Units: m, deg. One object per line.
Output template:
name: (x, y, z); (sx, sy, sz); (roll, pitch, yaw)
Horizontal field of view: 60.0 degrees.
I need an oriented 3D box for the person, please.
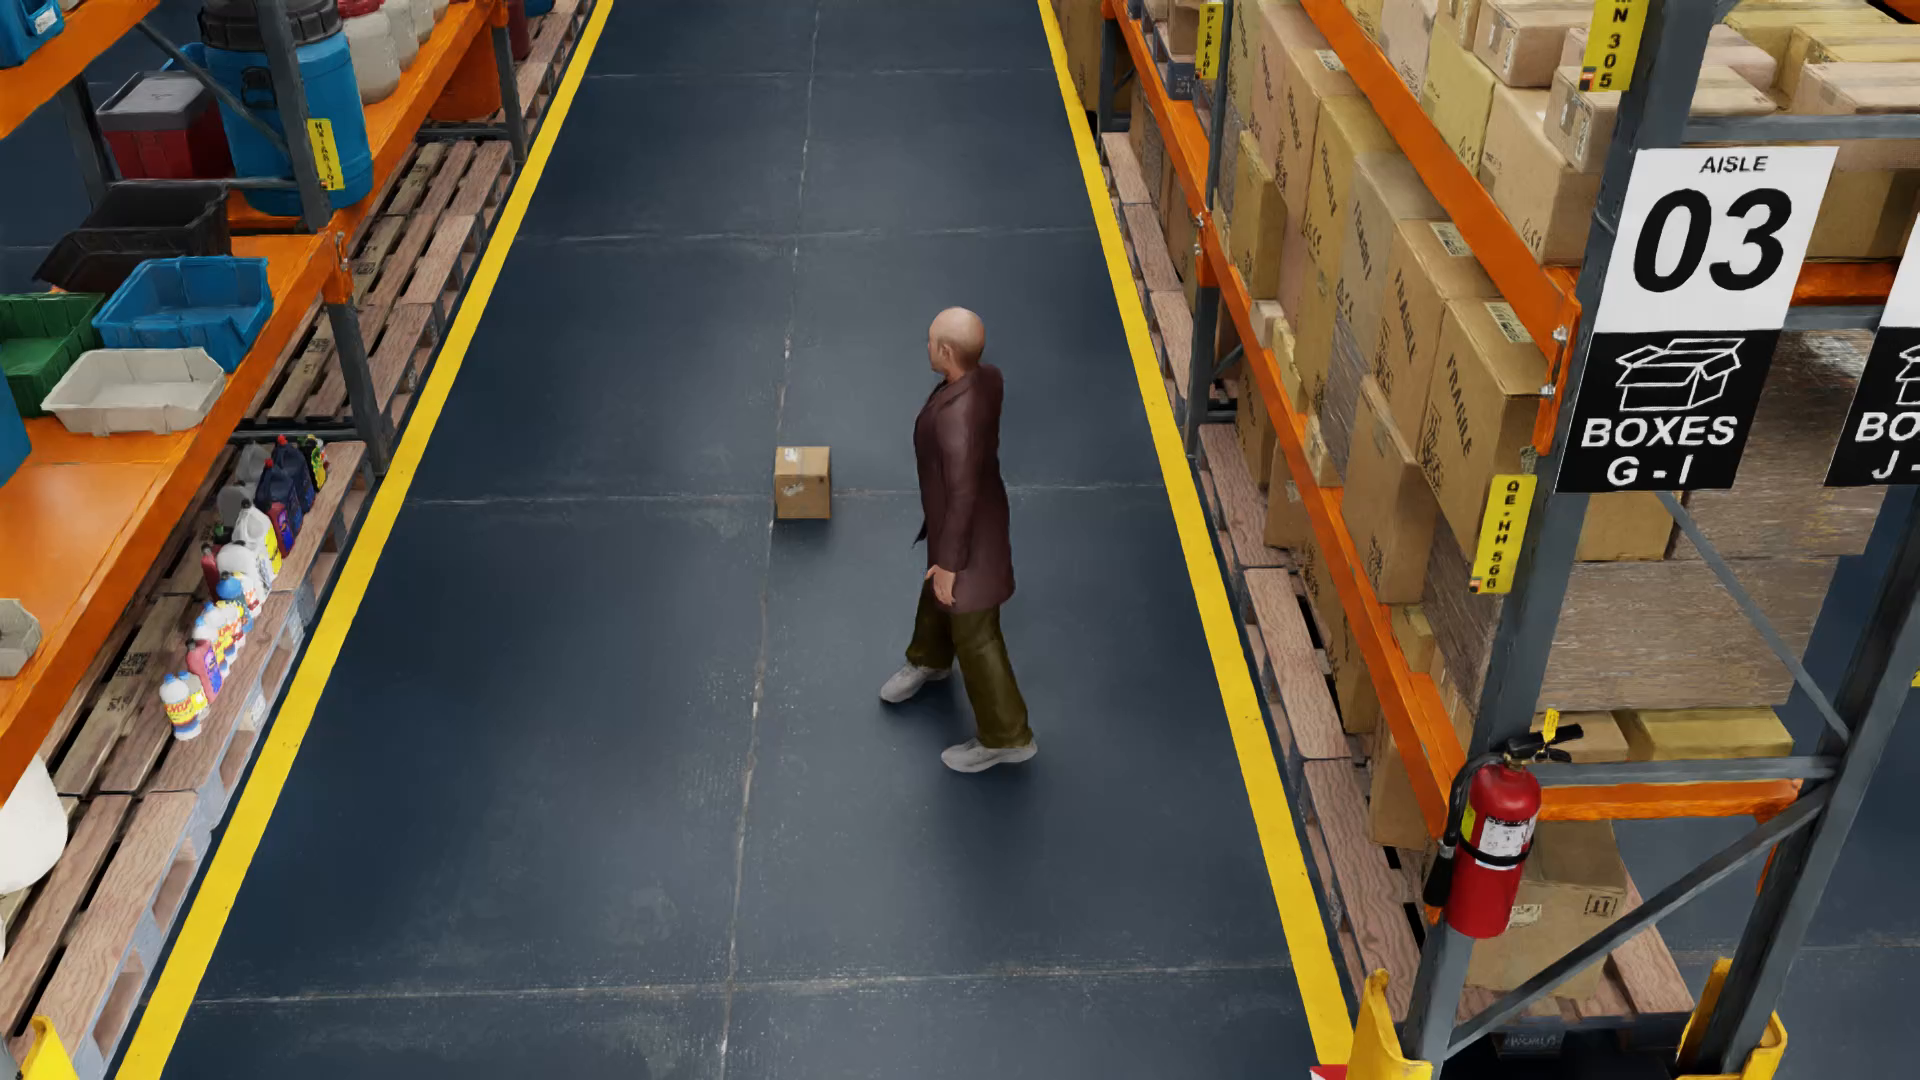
person: (0.000, -0.014, 6.191); (0.674, 1.777, 0.664); (4, 35, 6)
